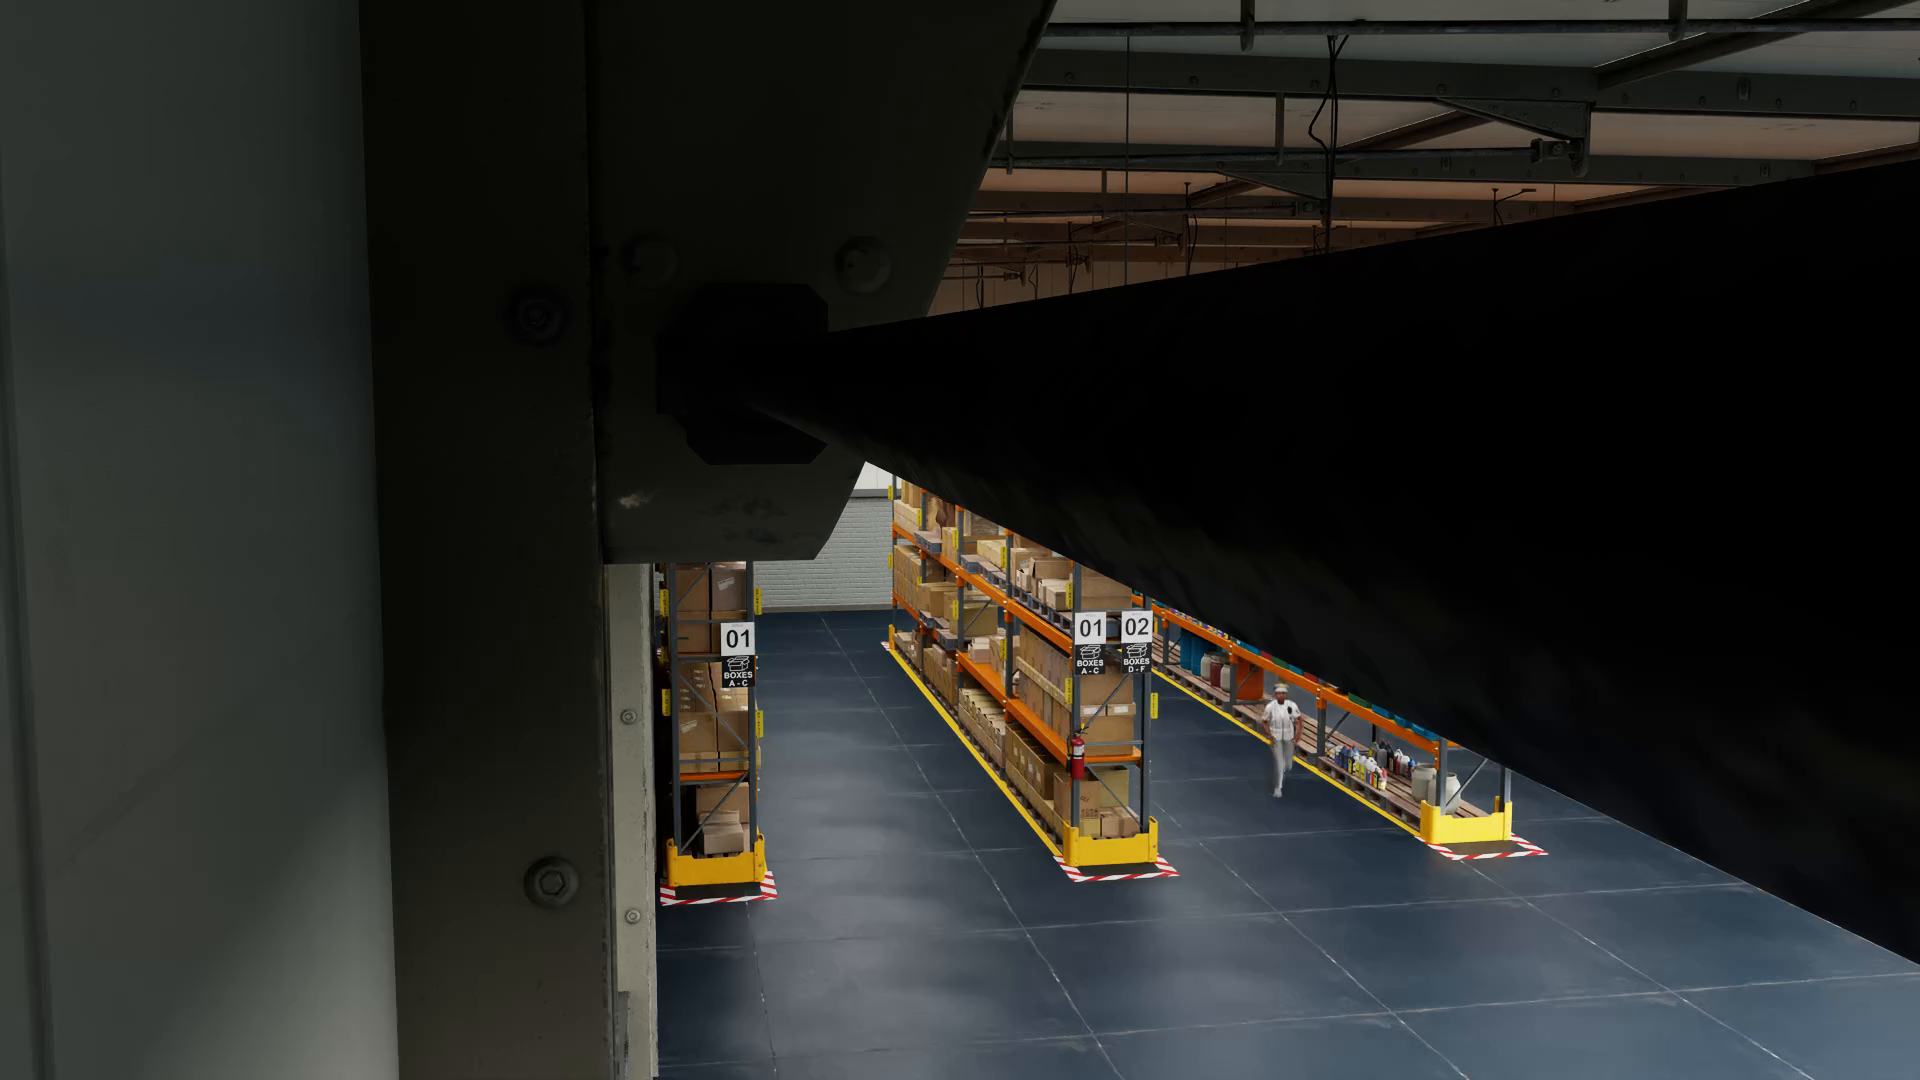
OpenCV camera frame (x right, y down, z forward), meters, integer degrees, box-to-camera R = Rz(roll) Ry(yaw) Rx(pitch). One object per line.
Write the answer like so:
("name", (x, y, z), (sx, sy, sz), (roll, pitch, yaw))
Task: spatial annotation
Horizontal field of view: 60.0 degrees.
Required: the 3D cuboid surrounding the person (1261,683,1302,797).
("person", (4.694, 2.896, 24.292), (0.603, 1.677, 0.630), (0, 6, 2))
